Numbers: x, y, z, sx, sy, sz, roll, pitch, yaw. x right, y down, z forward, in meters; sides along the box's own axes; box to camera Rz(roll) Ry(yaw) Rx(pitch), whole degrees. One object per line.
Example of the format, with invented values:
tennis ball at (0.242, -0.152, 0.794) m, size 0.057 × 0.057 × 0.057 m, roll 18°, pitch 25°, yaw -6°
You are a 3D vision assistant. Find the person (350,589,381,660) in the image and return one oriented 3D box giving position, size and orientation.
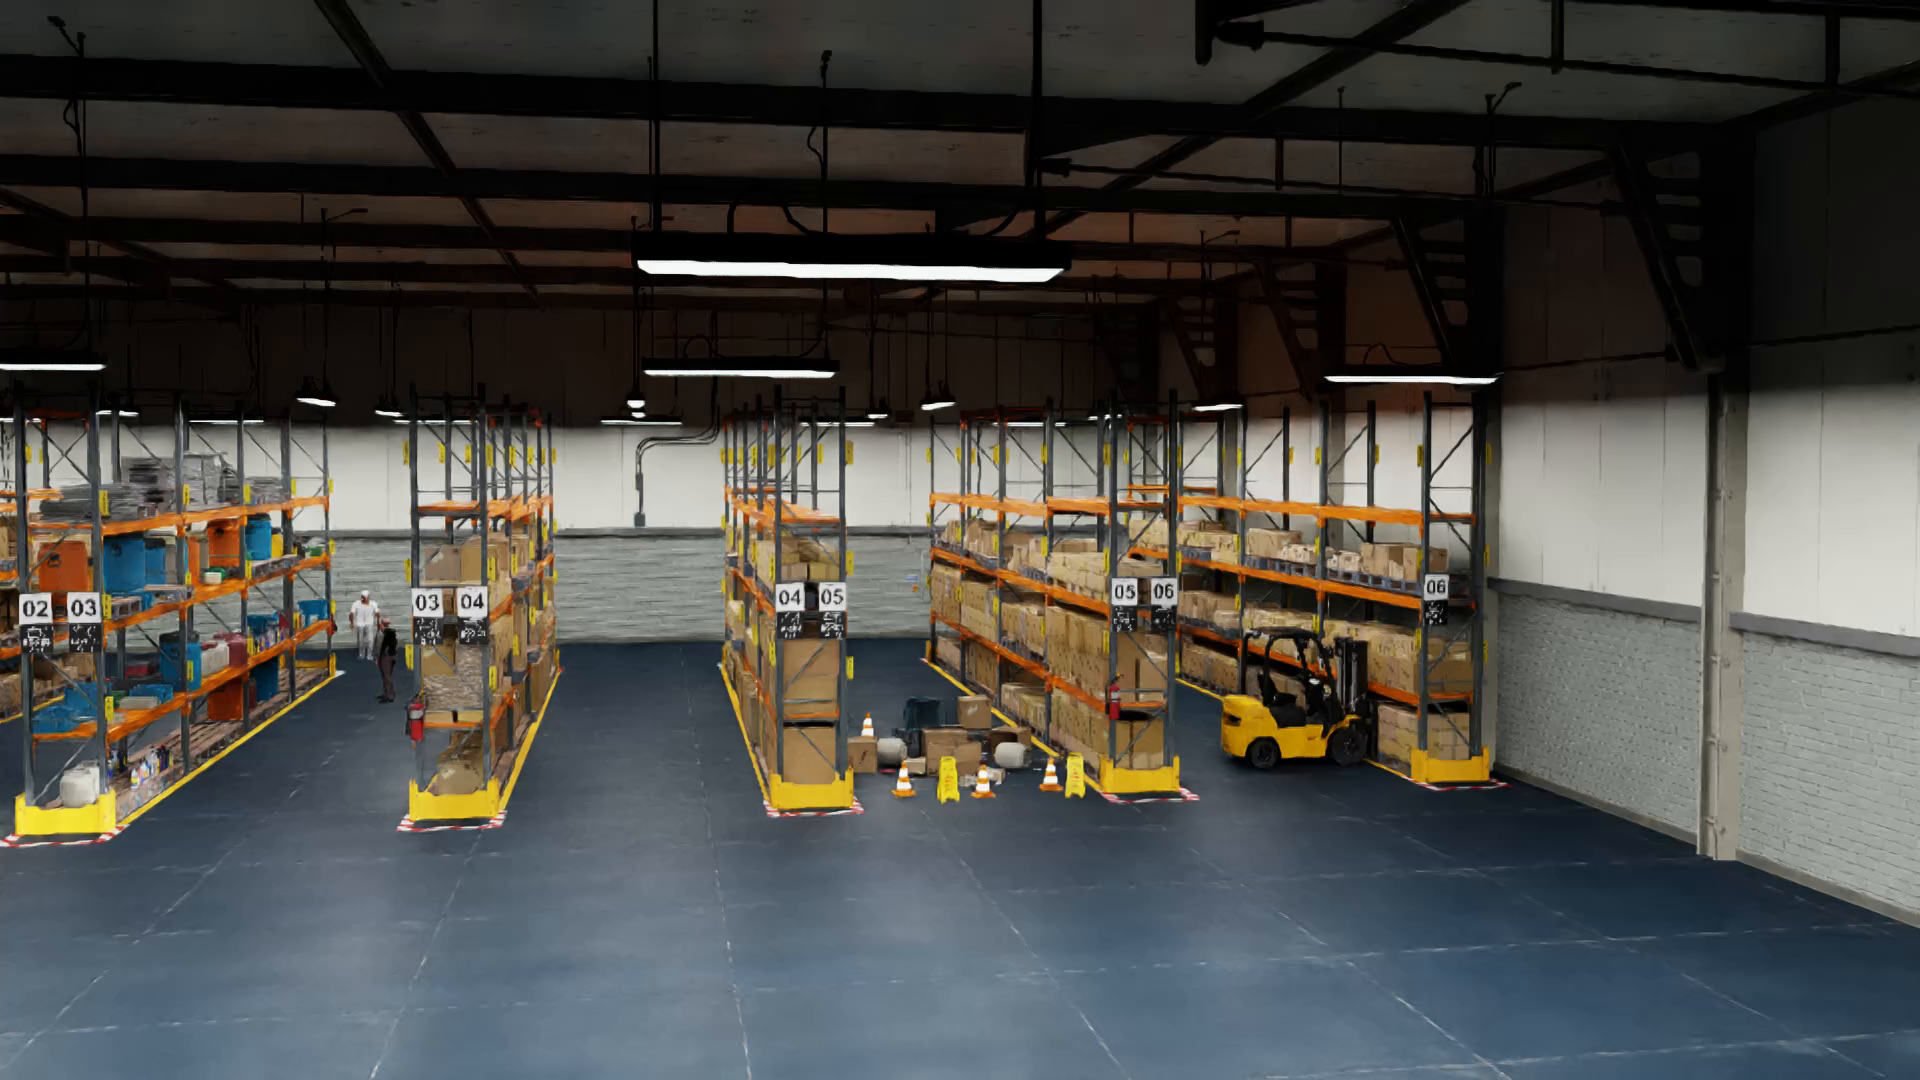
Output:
person at (-14.643, 2.067, 40.953) m, size 0.709 × 1.731 × 0.695 m, roll -1°, pitch 3°, yaw -18°

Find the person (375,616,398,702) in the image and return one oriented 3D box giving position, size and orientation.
person at (-11.712, 2.417, 33.876) m, size 0.581 × 1.709 × 0.641 m, roll 1°, pitch 3°, yaw 14°
